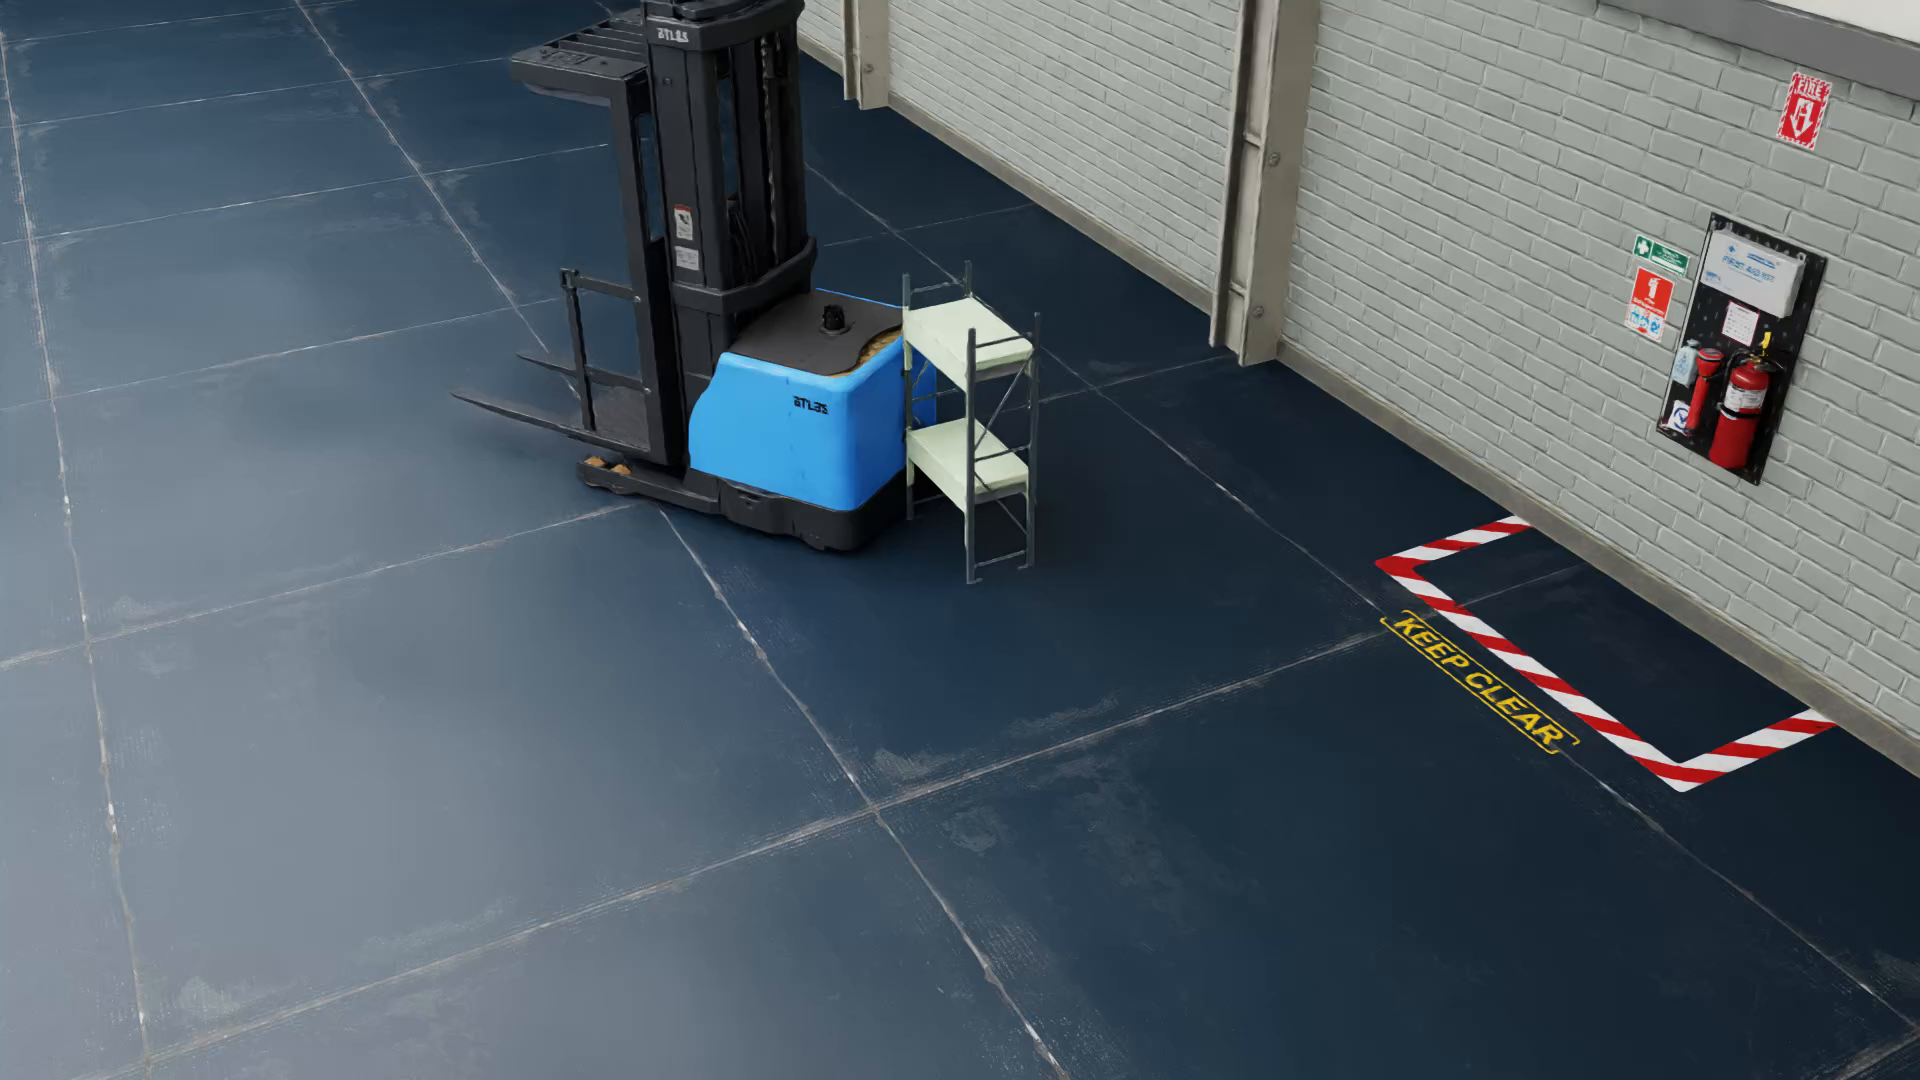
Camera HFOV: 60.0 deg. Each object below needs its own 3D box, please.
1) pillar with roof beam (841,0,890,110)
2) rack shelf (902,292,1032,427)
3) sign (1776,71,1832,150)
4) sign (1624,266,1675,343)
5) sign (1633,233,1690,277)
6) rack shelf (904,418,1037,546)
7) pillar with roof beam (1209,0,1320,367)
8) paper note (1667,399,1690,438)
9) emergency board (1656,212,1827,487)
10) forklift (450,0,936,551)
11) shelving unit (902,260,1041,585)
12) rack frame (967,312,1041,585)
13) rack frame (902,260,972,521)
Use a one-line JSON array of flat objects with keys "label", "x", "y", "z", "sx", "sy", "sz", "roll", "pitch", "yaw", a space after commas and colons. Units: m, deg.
[{"label": "pillar with roof beam", "x": -4.683, "y": -6.852, "z": 11.622, "sx": 9.100, "sy": 9.000, "sz": 0.400, "roll": -16, "pitch": 36, "yaw": -23}, {"label": "rack shelf", "x": 0.049, "y": -0.947, "z": 8.633, "sx": 0.431, "sy": 0.370, "sz": 0.720, "roll": -16, "pitch": 36, "yaw": -23}, {"label": "sign", "x": 3.687, "y": -1.876, "z": 7.267, "sx": 0.001, "sy": 0.298, "sz": 0.199, "roll": -16, "pitch": 36, "yaw": -23}, {"label": "sign", "x": 3.436, "y": -1.176, "z": 8.290, "sx": 0.001, "sy": 0.329, "sz": 0.234, "roll": -16, "pitch": 36, "yaw": -23}, {"label": "sign", "x": 3.430, "y": -1.394, "z": 8.140, "sx": 0.001, "sy": 0.109, "sz": 0.331, "roll": -16, "pitch": 36, "yaw": -23}, {"label": "rack shelf", "x": 0.049, "y": -0.344, "z": 9.020, "sx": 0.431, "sy": 0.370, "sz": 0.720, "roll": -16, "pitch": 36, "yaw": -23}, {"label": "pillar with roof beam", "x": -1.885, "y": -3.989, "z": 7.152, "sx": 9.100, "sy": 9.000, "sz": 0.400, "roll": -16, "pitch": 36, "yaw": -23}, {"label": "paper note", "x": 3.581, "y": -0.602, "z": 8.244, "sx": 0.016, "sy": 0.148, "sz": 0.142, "roll": -16, "pitch": 36, "yaw": -23}, {"label": "emergency board", "x": 3.602, "y": -0.871, "z": 7.847, "sx": 0.194, "sy": 1.169, "sz": 0.643, "roll": -16, "pitch": 36, "yaw": -23}, {"label": "forklift", "x": -1.666, "y": -1.733, "z": 9.257, "sx": 3.031, "sy": 2.935, "sz": 1.130, "roll": 16, "pitch": 36, "yaw": 23}, {"label": "shelving unit", "x": 0.049, "y": -0.618, "z": 8.844, "sx": 0.431, "sy": 1.500, "sz": 0.755, "roll": -16, "pitch": 36, "yaw": -23}, {"label": "rack frame", "x": 0.218, "y": -0.443, "z": 8.570, "sx": 0.400, "sy": 1.500, "sz": 0.023, "roll": -16, "pitch": 36, "yaw": -23}, {"label": "rack frame", "x": -0.120, "y": -0.794, "z": 9.117, "sx": 0.400, "sy": 1.500, "sz": 0.023, "roll": -16, "pitch": 36, "yaw": -23}]
